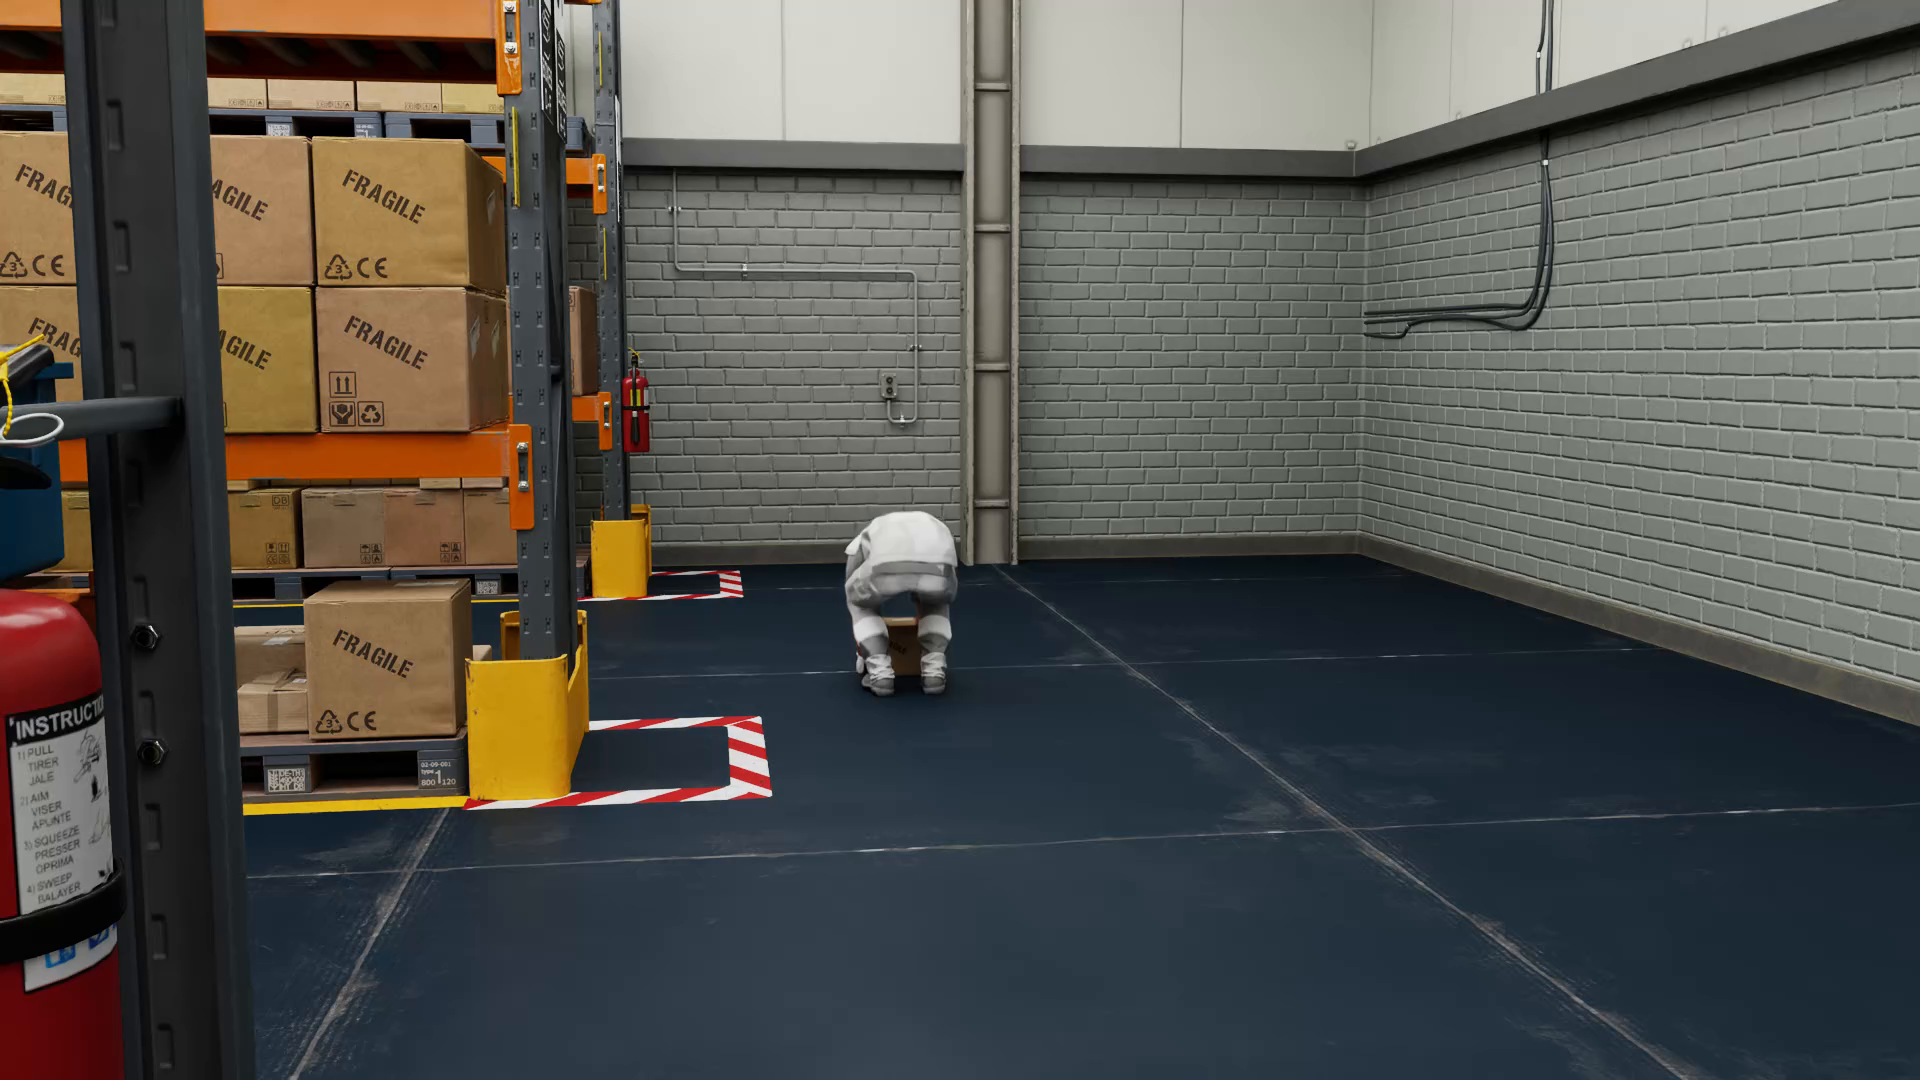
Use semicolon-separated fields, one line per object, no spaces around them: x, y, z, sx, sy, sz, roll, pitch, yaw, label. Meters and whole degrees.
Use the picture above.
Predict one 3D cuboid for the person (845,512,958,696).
-0.289;0.281;7.937;0.532;0.869;0.965;-1;7;-11;person
